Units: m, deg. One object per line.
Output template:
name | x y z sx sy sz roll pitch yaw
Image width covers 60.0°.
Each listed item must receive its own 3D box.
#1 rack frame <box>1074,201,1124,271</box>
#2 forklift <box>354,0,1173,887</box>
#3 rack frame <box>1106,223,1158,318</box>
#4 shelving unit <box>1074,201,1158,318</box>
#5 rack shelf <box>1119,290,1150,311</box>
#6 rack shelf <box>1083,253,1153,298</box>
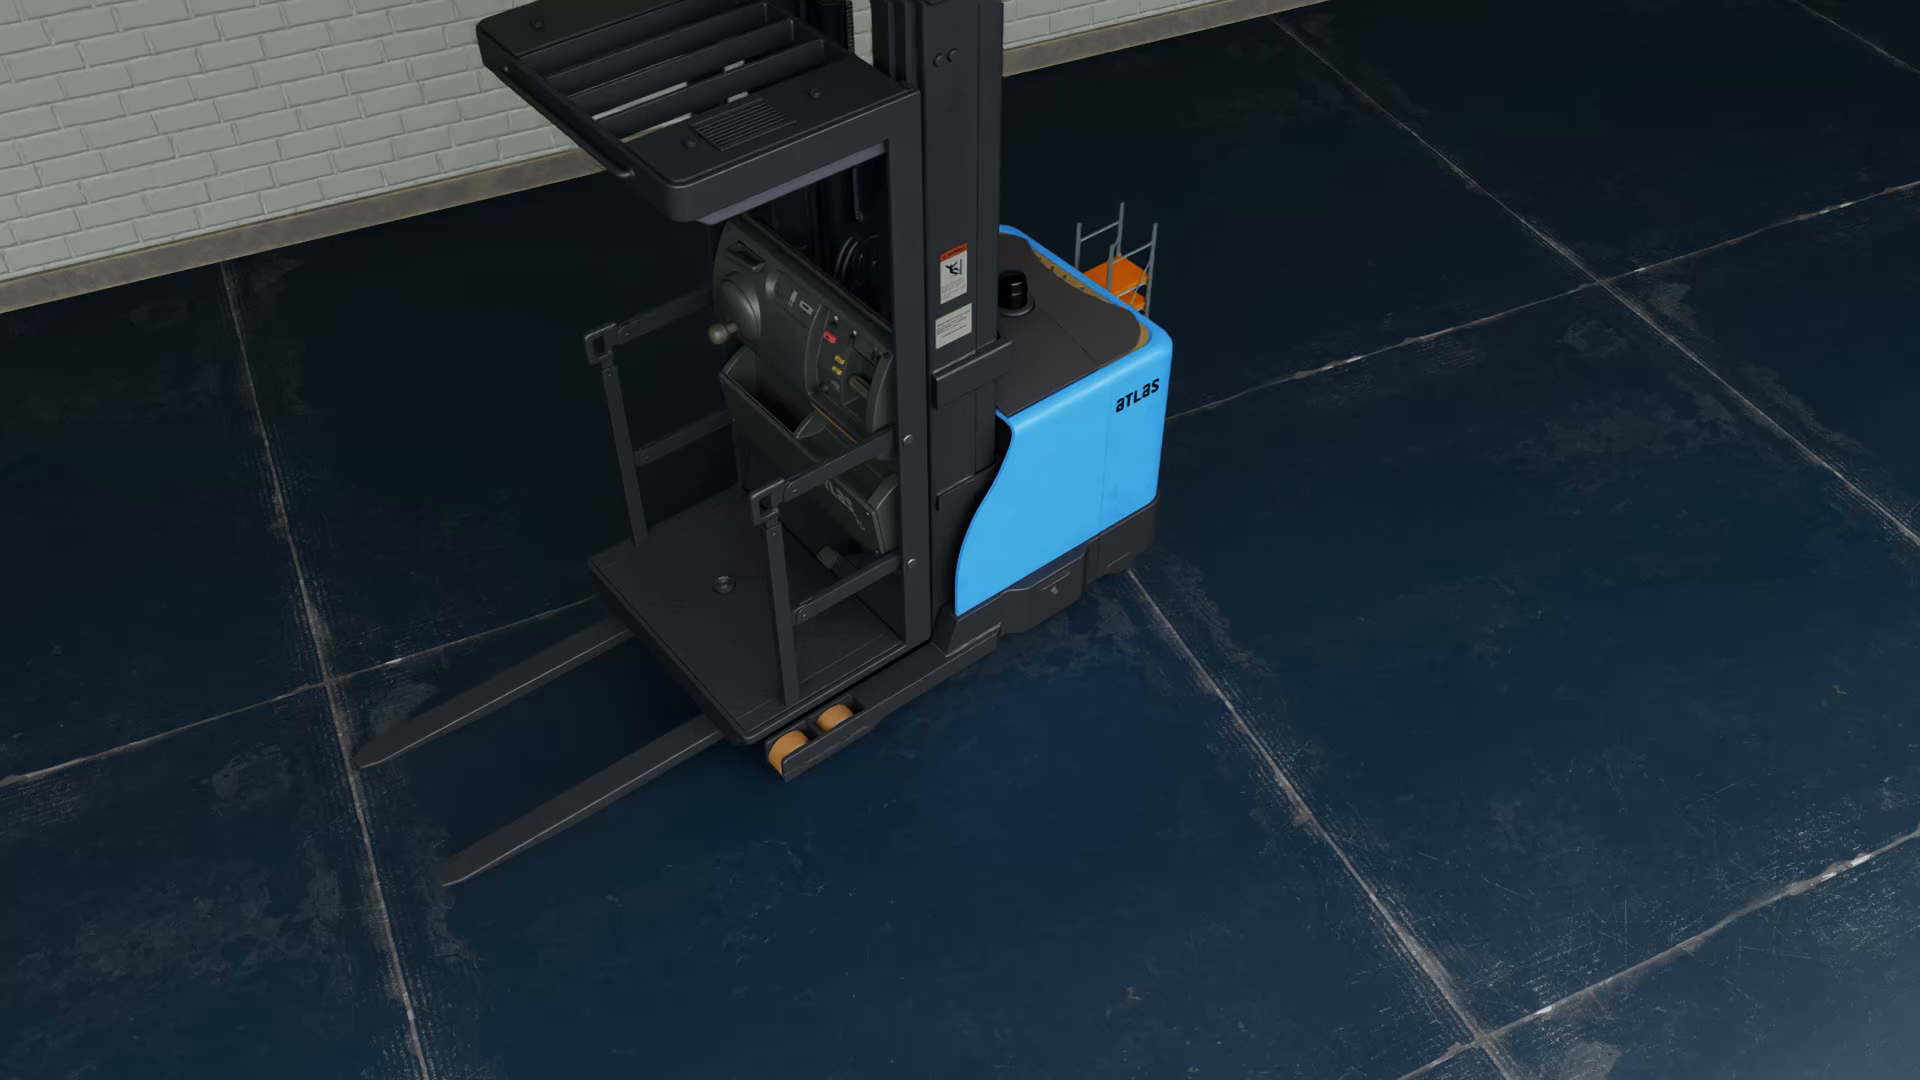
rack frame | 0.532 -0.812 6.718 0.240 1.200 0.006 -29 52 -27
forklift | -0.683 -0.625 5.297 3.031 2.935 1.130 -29 52 -26
rack frame | 0.647 -0.712 6.617 0.240 1.200 0.006 -29 52 -27
shelving unit | 0.590 -0.762 6.667 0.258 1.200 0.189 -29 52 -27
rack shelf | 0.590 -0.901 6.530 0.258 0.103 0.180 -29 52 -27
rack shelf | 0.590 -0.987 6.446 0.258 0.103 0.180 -29 52 -27
